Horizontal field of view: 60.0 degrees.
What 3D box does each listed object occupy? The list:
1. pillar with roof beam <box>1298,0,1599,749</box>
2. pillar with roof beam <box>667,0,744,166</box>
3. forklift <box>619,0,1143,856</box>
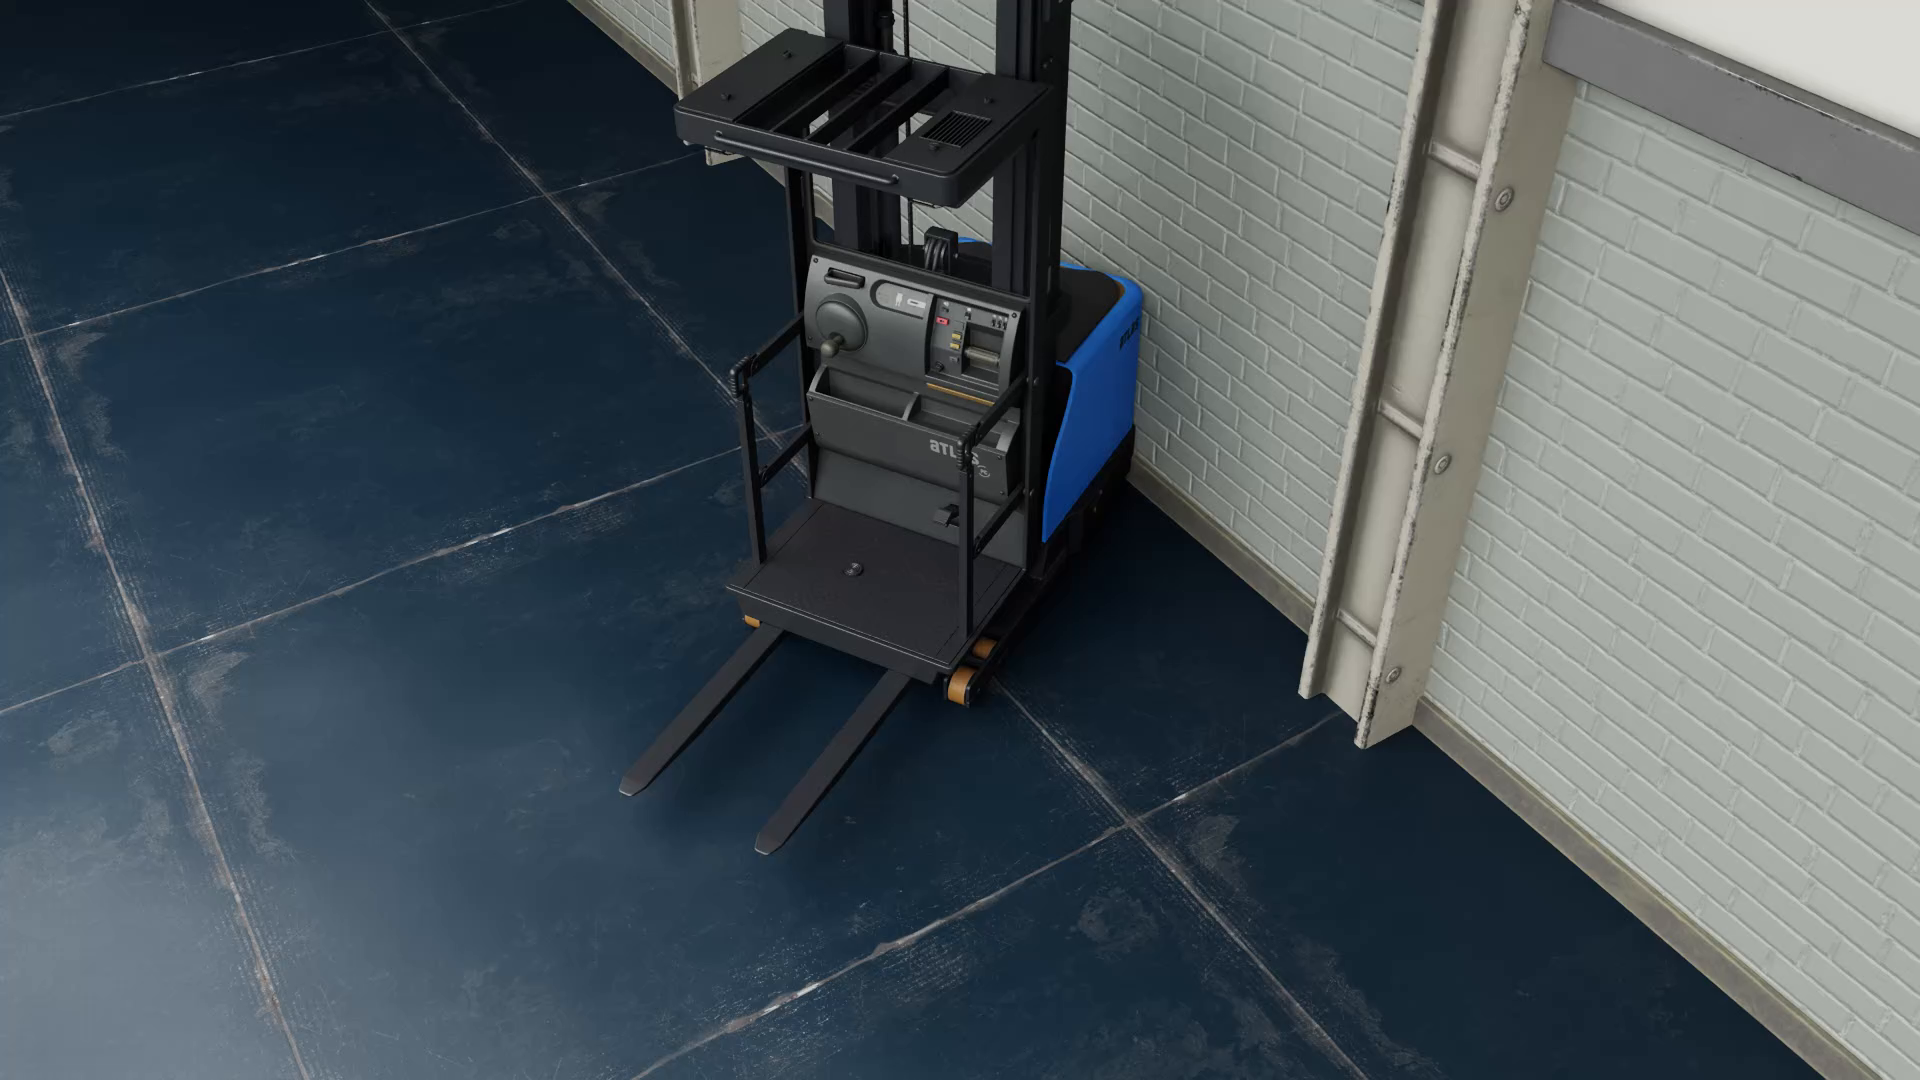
[{"bbox_3d":[-1.977,-1.285,2.263,9.100,9.000,0.400,-22,45,-24],"label":"pillar with roof beam"},{"bbox_3d":[-5.203,-4.523,6.149,9.100,9.000,0.400,-22,45,-24],"label":"pillar with roof beam"},{"bbox_3d":[-0.292,-0.769,6.383,1.130,2.935,3.031,18,43,21],"label":"forklift"}]
